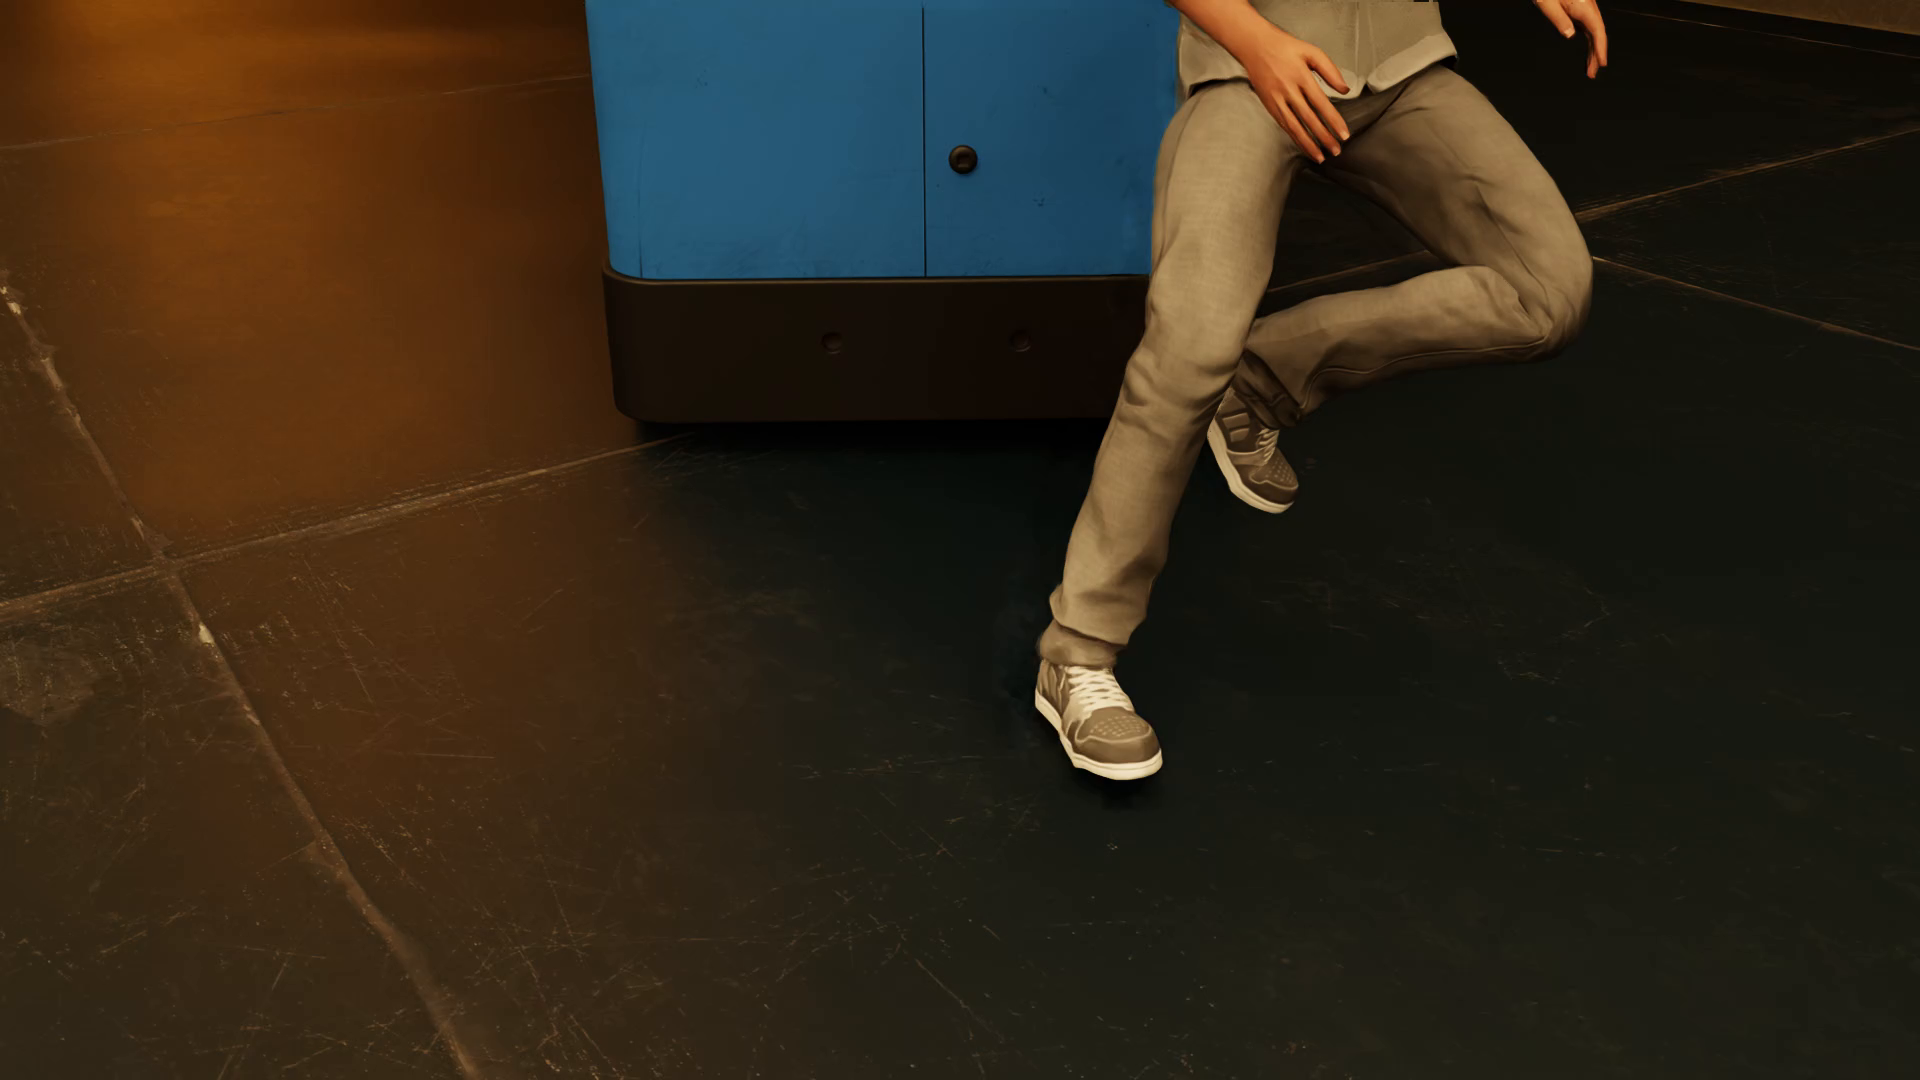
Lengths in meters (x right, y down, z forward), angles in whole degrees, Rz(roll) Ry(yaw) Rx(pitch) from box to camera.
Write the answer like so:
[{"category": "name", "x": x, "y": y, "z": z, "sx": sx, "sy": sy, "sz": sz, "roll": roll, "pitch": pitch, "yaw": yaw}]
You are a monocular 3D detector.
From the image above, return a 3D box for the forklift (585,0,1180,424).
[{"category": "forklift", "x": -0.103, "y": -2.120, "z": 3.457, "sx": 1.130, "sy": 2.935, "sz": 3.031, "roll": -1, "pitch": 27, "yaw": -2}]

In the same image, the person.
[{"category": "person", "x": 0.392, "y": -0.489, "z": 1.877, "sx": 0.687, "sy": 1.416, "sz": 0.655, "roll": -9, "pitch": 28, "yaw": -17}]
